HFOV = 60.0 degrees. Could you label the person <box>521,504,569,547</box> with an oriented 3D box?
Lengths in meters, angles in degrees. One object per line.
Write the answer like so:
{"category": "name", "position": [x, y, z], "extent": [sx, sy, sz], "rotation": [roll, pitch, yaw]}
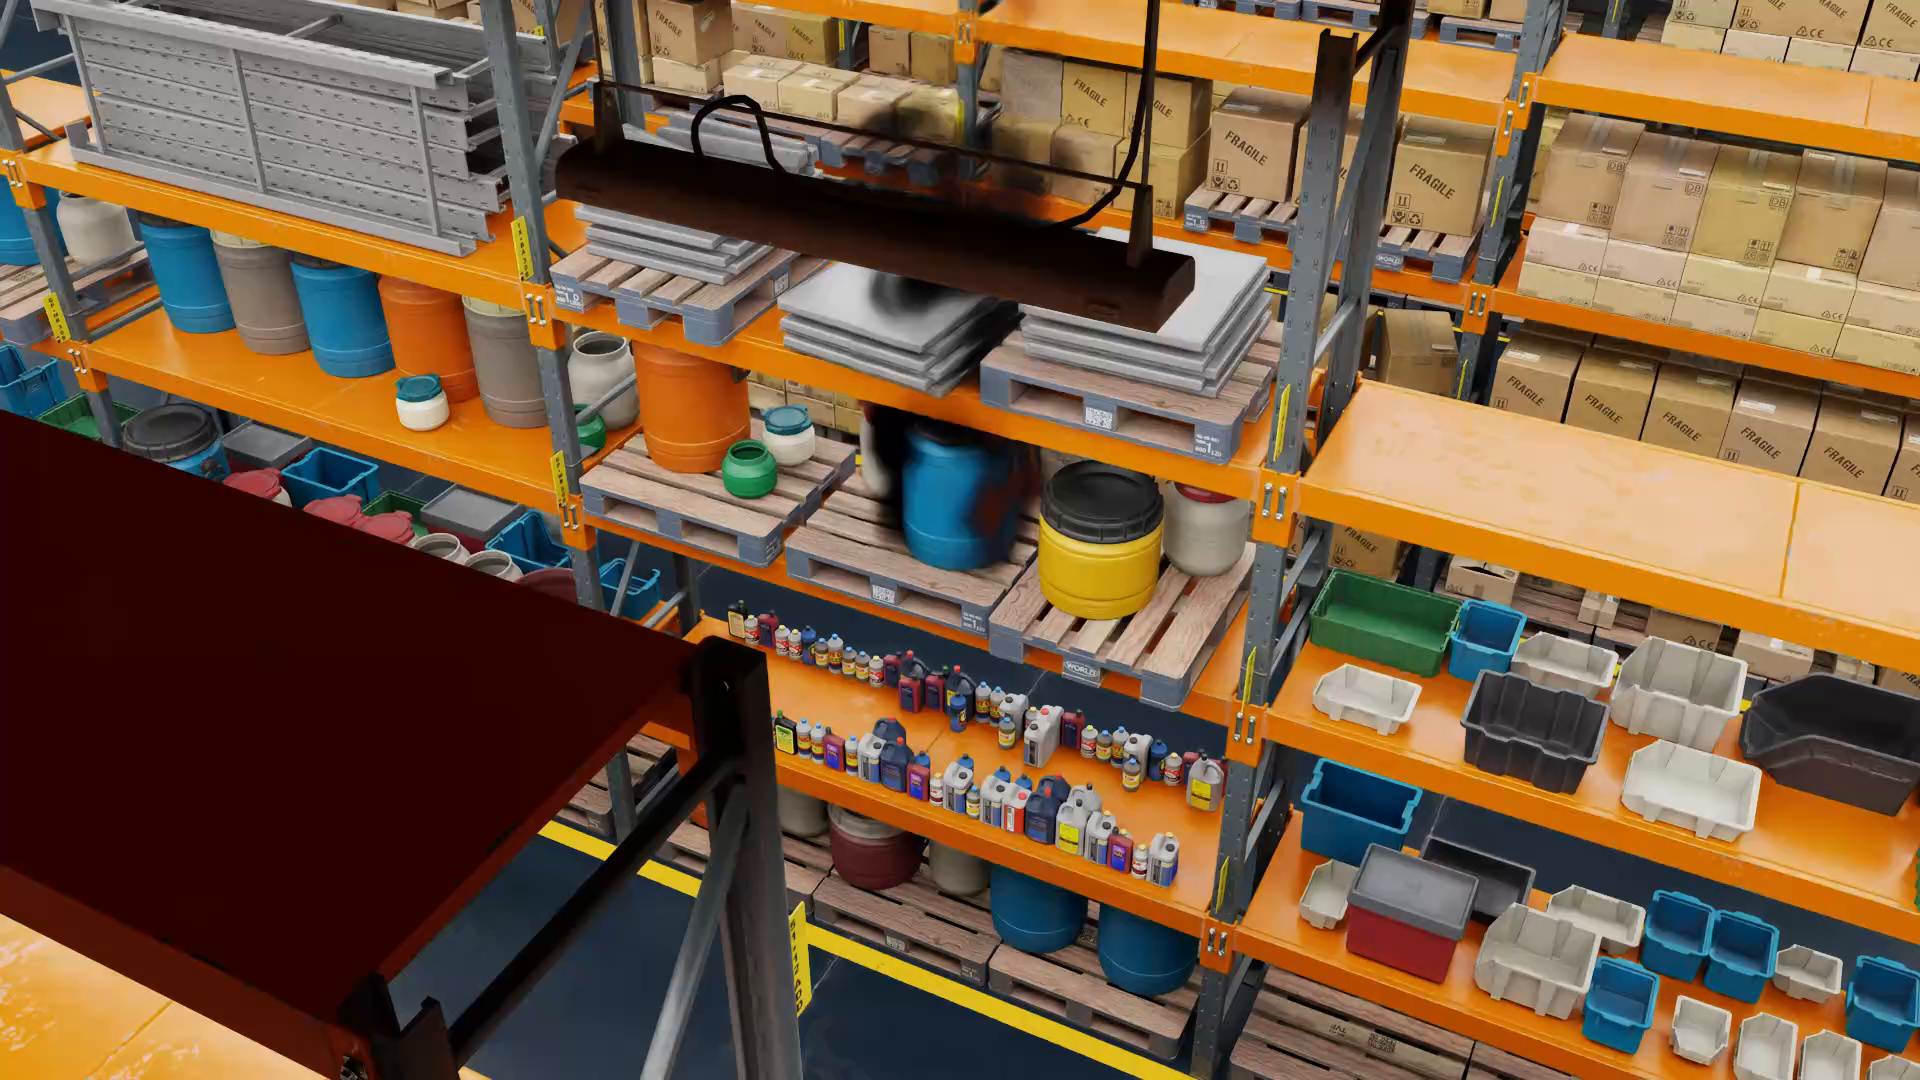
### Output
{"category": "person", "position": [-3.417, -0.688, 13.294], "extent": [0.524, 1.665, 0.674], "rotation": [16, 38, 21]}
